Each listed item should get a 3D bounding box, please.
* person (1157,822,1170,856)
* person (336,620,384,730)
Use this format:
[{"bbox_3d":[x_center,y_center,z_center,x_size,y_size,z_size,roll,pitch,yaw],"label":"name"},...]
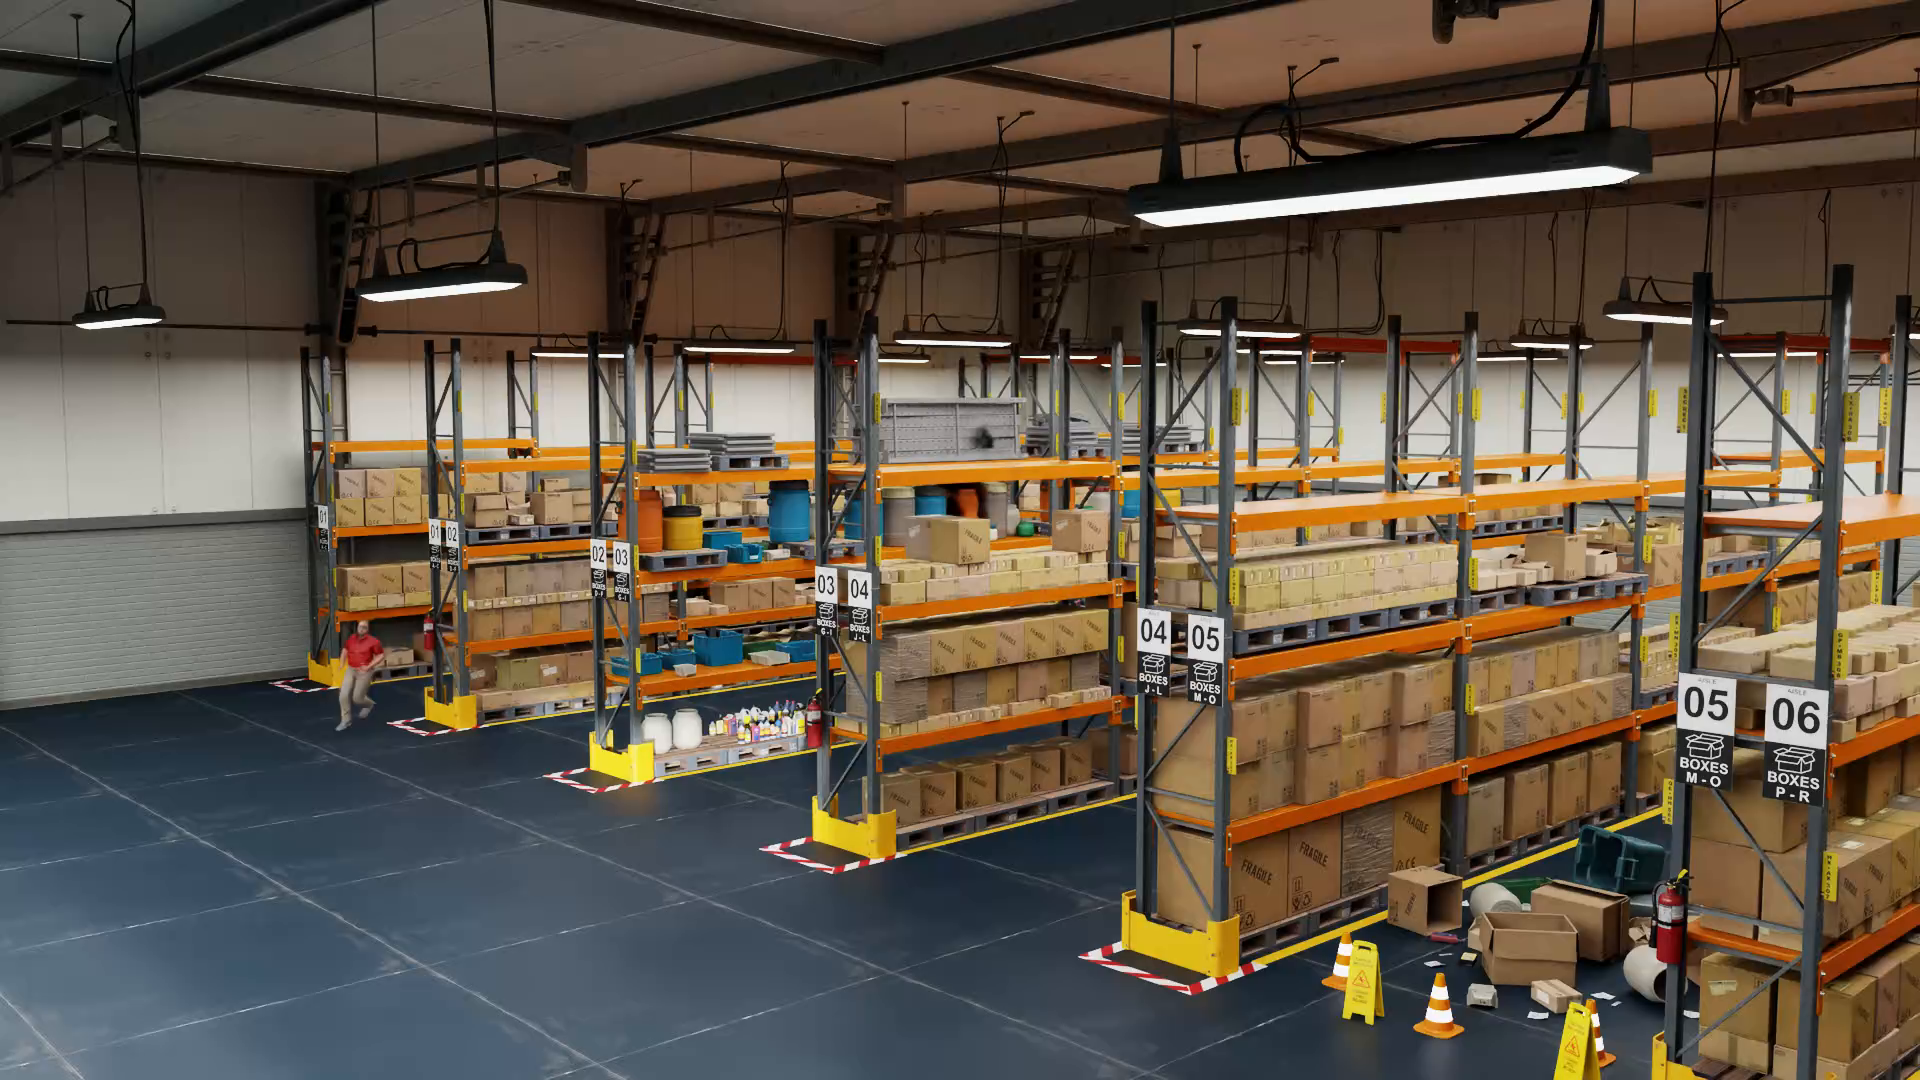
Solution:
[{"bbox_3d":[2.556,2.609,18.744,0.678,1.811,0.923,4,6,36],"label":"person"},{"bbox_3d":[-9.286,2.077,25.837,0.703,1.692,0.744,1,5,8],"label":"person"}]
